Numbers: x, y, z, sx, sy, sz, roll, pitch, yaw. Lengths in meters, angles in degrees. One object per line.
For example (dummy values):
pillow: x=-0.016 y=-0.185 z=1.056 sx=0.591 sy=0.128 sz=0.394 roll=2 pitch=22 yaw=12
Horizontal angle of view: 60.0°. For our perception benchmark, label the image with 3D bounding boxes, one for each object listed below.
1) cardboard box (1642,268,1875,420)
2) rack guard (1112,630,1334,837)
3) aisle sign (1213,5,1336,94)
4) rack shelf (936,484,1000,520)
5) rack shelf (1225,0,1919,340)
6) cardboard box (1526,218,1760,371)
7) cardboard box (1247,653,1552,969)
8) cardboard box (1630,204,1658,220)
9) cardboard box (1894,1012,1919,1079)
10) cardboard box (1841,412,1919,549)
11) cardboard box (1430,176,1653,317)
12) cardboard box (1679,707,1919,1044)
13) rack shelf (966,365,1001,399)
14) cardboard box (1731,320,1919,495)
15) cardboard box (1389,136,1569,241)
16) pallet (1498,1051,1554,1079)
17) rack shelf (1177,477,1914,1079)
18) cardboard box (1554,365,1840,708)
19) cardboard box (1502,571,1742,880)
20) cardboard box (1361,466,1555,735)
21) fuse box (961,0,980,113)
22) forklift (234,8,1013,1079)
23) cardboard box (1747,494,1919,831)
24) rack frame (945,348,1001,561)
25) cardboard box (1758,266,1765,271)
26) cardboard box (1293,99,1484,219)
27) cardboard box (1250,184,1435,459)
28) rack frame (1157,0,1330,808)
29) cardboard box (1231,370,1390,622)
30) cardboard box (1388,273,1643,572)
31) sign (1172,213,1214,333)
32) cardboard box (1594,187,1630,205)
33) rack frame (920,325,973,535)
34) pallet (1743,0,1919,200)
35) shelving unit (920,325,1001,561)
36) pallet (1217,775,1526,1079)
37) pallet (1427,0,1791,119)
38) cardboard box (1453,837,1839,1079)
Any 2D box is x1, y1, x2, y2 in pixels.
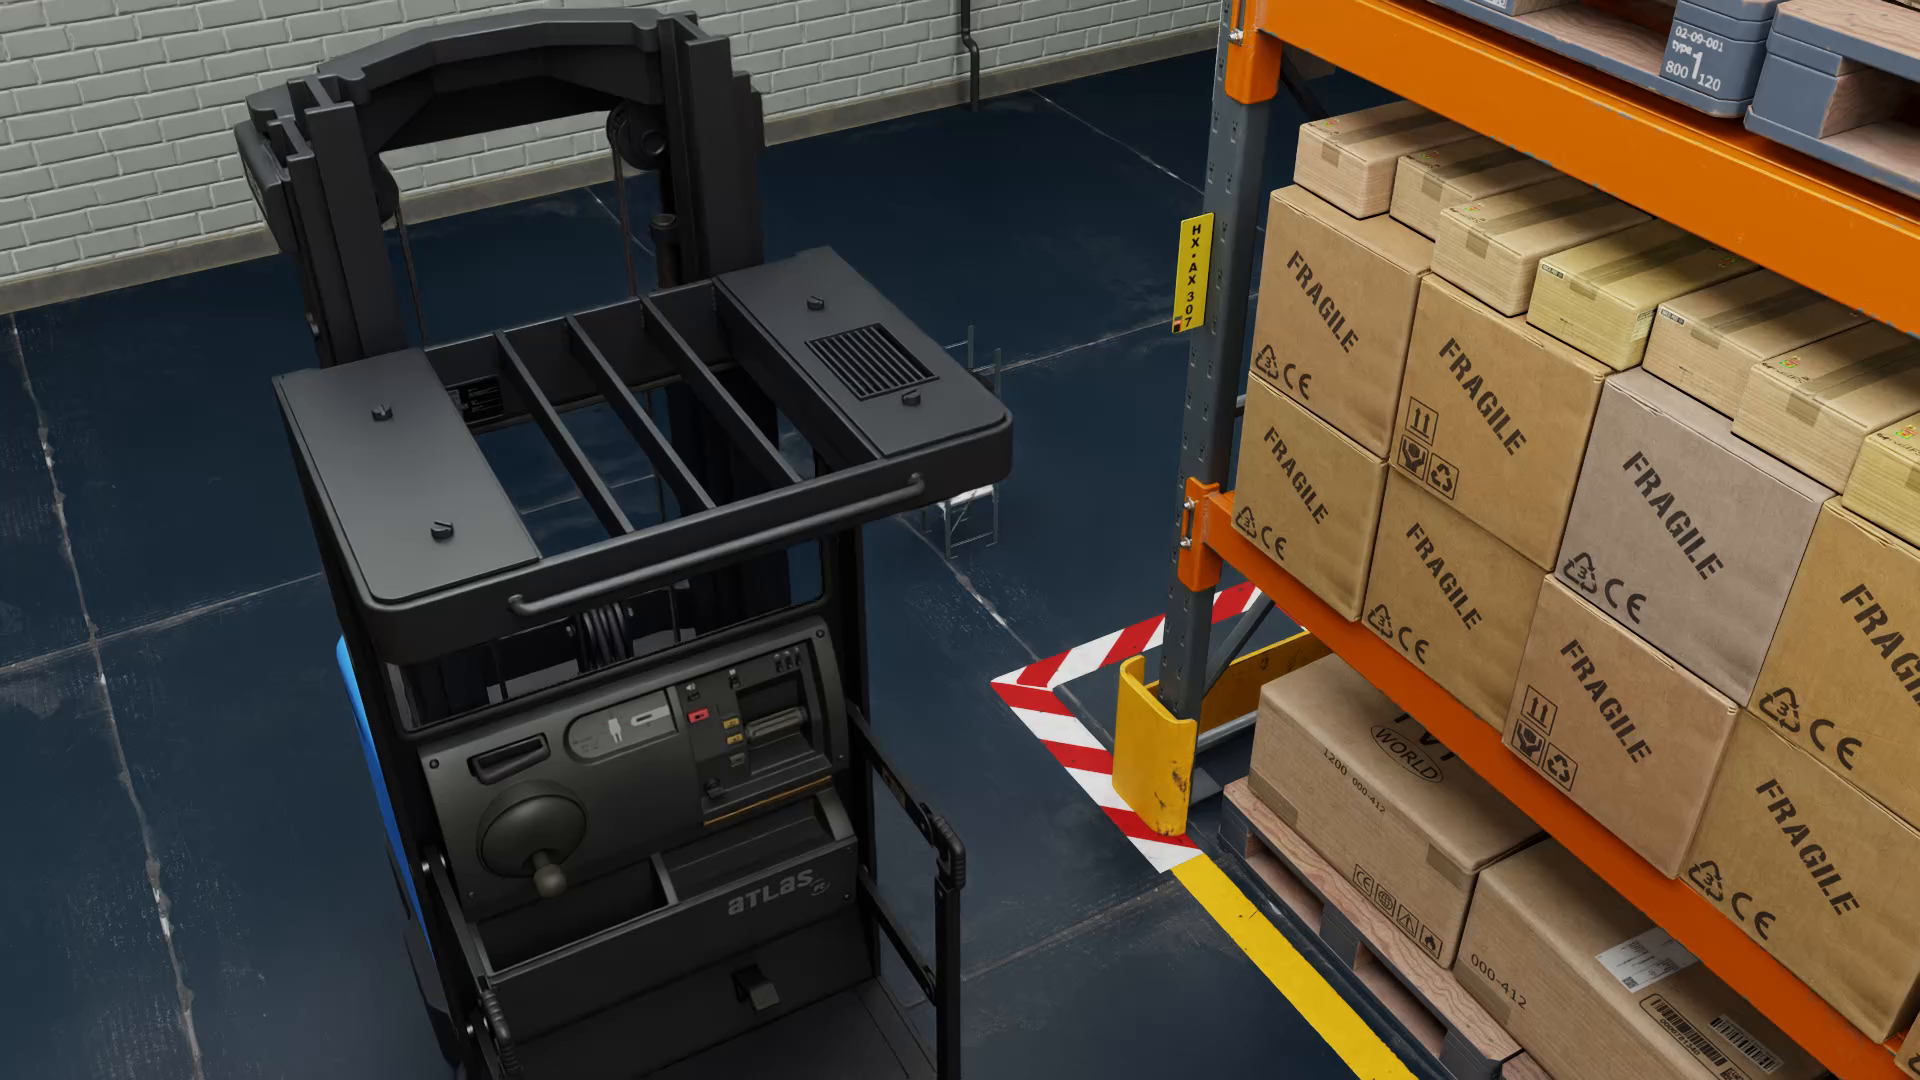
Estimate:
cardboard box: x=1.582 y=-0.393 z=3.263 sx=0.380 sy=0.149 sz=0.250 roll=-19 pitch=40 yaw=-23
rack guard: x=1.081 y=0.521 z=5.613 sx=1.175 sy=0.500 sz=0.348 roll=-19 pitch=40 yaw=-24
aisle sign: x=0.806 y=-1.477 z=4.025 sx=0.394 sy=0.787 sz=0.004 roll=-19 pitch=40 yaw=-24
rack shelf: x=-0.004 y=-0.195 z=6.616 sx=0.258 sy=0.077 sz=0.200 roll=-19 pitch=40 yaw=-24
rack shelf: x=2.097 y=-0.377 z=2.790 sx=1.077 sy=0.370 sz=4.000 roll=-19 pitch=40 yaw=-24
cardboard box: x=1.404 y=-0.512 z=3.425 sx=0.380 sy=0.149 sz=0.250 roll=-20 pitch=41 yaw=-25
cardboard box: x=1.511 y=0.695 z=5.071 sx=0.875 sy=0.438 sz=0.875 roll=-20 pitch=41 yaw=-25
cardboard box: x=1.797 y=-0.830 z=3.861 sx=0.380 sy=0.149 sz=0.250 roll=-19 pitch=40 yaw=-24
cardboard box: x=2.120 y=0.849 z=2.959 sx=0.500 sy=0.500 sz=0.500 roll=-20 pitch=40 yaw=-25
cardboard box: x=1.774 y=-0.116 z=2.884 sx=0.380 sy=0.149 sz=0.250 roll=-20 pitch=41 yaw=-25
cardboard box: x=1.256 y=-0.641 z=3.601 sx=0.380 sy=0.149 sz=0.250 roll=-18 pitch=40 yaw=-23
cardboard box: x=1.870 y=0.578 z=3.331 sx=0.500 sy=0.500 sz=0.500 roll=-18 pitch=40 yaw=-22
rack shelf: x=-0.004 y=-0.559 z=6.351 sx=0.258 sy=0.077 sz=0.200 roll=-19 pitch=40 yaw=-24
cardboard box: x=1.671 y=-0.254 z=3.072 sx=0.380 sy=0.149 sz=0.250 roll=-19 pitch=40 yaw=-24
cardboard box: x=1.225 y=-0.807 z=3.829 sx=0.380 sy=0.149 sz=0.250 roll=-18 pitch=40 yaw=-23
pallet: x=2.171 y=1.656 z=4.304 sx=1.003 sy=0.211 sz=1.213 roll=-19 pitch=40 yaw=-24
rack shelf: x=2.097 y=0.834 z=3.675 sx=1.077 sy=0.370 sz=4.000 roll=-19 pitch=40 yaw=-24
cardboard box: x=1.619 y=-0.070 z=3.370 sx=0.500 sy=0.500 sz=0.500 roll=-19 pitch=40 yaw=-24
cardboard box: x=1.604 y=0.327 z=3.674 sx=0.500 sy=0.500 sz=0.500 roll=-19 pitch=40 yaw=-24
cardboard box: x=1.364 y=0.063 z=4.036 sx=0.500 sy=0.500 sz=0.500 roll=-19 pitch=40 yaw=-25
fuse box: x=0.129 y=-3.373 z=9.917 sx=0.539 sy=1.711 sz=0.414 roll=-19 pitch=40 yaw=-24
forklift: x=-0.589 y=0.546 z=3.518 sx=1.130 sy=2.935 sz=3.031 roll=-18 pitch=40 yaw=-23
cardboard box: x=1.870 y=0.184 z=3.022 sx=0.500 sy=0.500 sz=0.500 roll=-19 pitch=40 yaw=-24
rack frame: x=0.047 y=-0.316 z=6.419 sx=0.240 sy=0.900 sz=0.006 roll=-19 pitch=40 yaw=-24
cardboard box: x=1.888 y=-0.689 z=3.668 sx=0.380 sy=0.149 sz=0.250 roll=-18 pitch=40 yaw=-23
cardboard box: x=1.032 y=-0.920 z=3.983 sx=0.380 sy=0.149 sz=0.250 roll=-18 pitch=40 yaw=-23
cardboard box: x=1.088 y=-0.592 z=4.084 sx=0.500 sy=0.500 sz=0.500 roll=-20 pitch=41 yaw=-25
rack frame: x=1.093 y=-0.477 z=4.859 sx=1.000 sy=3.000 sz=0.127 roll=-19 pitch=40 yaw=-24
cardboard box: x=1.086 y=-0.187 z=4.378 sx=0.500 sy=0.500 sz=0.500 roll=-19 pitch=40 yaw=-24
cardboard box: x=1.353 y=-0.330 z=3.726 sx=0.500 sy=0.500 sz=0.500 roll=-20 pitch=41 yaw=-25
sign: x=0.610 y=-0.697 z=4.360 sx=0.100 sy=0.325 sz=0.005 roll=-19 pitch=40 yaw=-24
cardboard box: x=1.594 y=-0.937 z=4.007 sx=0.380 sy=0.149 sz=0.250 roll=-18 pitch=40 yaw=-23
rack frame: x=-0.055 y=-0.419 z=6.561 sx=0.240 sy=0.900 sz=0.006 roll=-19 pitch=40 yaw=-24
pallet: x=2.091 y=-0.654 z=2.634 sx=1.003 sy=0.211 sz=1.213 roll=-19 pitch=40 yaw=-24
shelving unit: x=-0.004 y=-0.368 z=6.490 sx=0.258 sy=0.900 sz=0.210 roll=-19 pitch=40 yaw=-24
pallet: x=1.562 y=1.034 z=5.155 sx=1.003 sy=0.211 sz=1.213 roll=-19 pitch=40 yaw=-24
pallet: x=1.474 y=-1.277 z=3.487 sx=1.003 sy=0.211 sz=1.213 roll=-19 pitch=40 yaw=-24
cardboard box: x=1.978 y=1.160 z=4.435 sx=0.875 sy=0.438 sz=0.875 roll=-18 pitch=40 yaw=-23
